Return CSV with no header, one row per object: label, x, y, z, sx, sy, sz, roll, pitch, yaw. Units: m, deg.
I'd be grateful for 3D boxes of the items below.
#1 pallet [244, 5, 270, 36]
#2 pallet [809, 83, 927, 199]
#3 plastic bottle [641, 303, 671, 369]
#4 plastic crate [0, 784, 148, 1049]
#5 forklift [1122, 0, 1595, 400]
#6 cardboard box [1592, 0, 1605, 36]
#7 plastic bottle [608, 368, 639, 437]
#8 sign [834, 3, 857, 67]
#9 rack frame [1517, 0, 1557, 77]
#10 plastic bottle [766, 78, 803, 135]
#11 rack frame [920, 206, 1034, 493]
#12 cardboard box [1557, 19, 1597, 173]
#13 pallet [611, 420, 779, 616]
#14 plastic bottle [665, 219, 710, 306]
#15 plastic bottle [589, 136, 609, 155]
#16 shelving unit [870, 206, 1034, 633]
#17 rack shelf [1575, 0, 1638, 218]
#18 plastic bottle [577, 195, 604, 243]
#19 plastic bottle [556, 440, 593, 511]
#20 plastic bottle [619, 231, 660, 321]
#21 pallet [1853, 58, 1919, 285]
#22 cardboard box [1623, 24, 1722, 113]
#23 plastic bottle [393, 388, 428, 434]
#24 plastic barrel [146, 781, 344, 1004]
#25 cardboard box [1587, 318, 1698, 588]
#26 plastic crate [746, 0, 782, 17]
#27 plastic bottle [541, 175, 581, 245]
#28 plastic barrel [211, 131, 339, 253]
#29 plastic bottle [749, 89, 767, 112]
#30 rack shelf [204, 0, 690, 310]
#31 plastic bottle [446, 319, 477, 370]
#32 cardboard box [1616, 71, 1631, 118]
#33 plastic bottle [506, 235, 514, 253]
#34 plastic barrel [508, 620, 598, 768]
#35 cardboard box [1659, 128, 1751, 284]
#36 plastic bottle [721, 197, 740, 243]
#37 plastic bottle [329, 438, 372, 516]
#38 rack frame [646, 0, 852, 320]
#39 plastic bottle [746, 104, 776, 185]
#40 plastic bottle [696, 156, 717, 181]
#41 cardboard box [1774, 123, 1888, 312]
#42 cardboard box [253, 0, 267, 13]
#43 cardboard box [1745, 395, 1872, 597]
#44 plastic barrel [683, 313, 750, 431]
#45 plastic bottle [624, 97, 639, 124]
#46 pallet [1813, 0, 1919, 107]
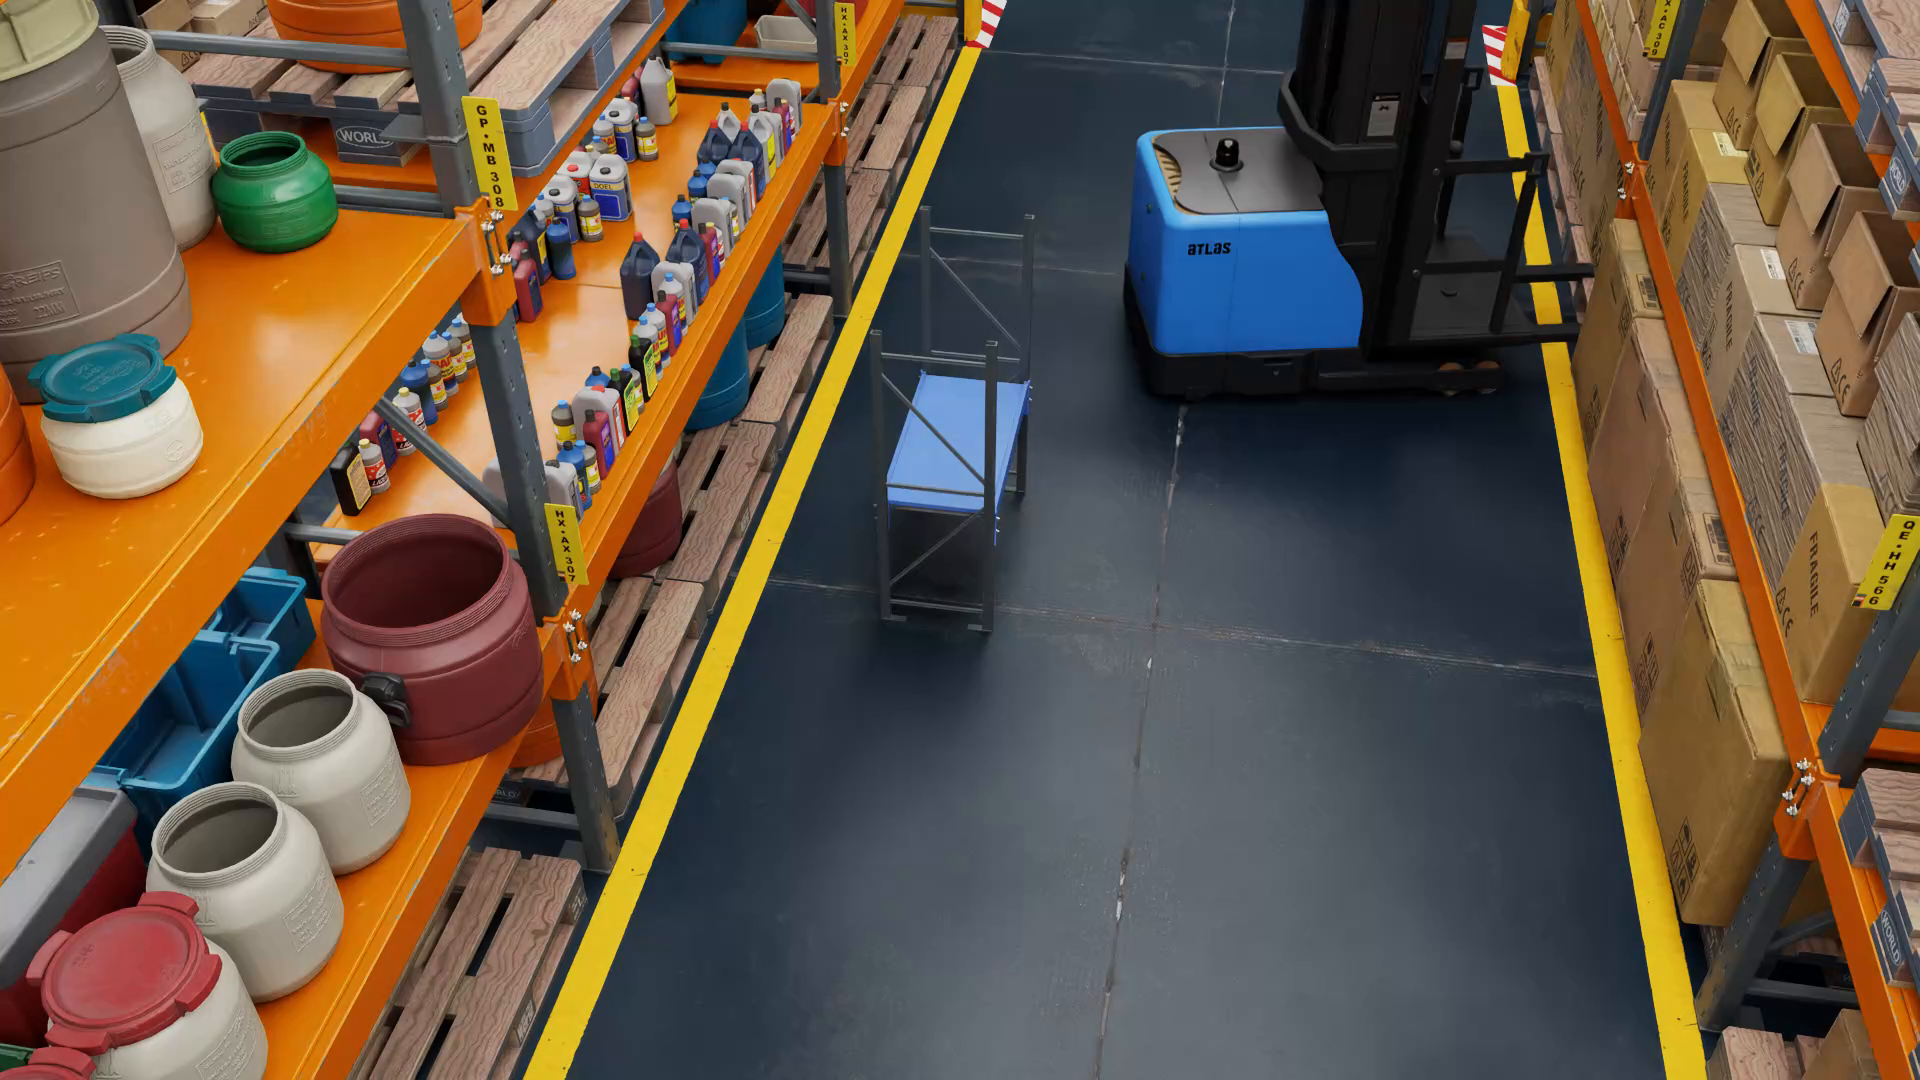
pallet,-5.451,-3.924,12.427,1.003,0.211,1.213,6,40,8
pallet,-0.817,-2.647,10.882,1.003,0.211,1.213,6,40,8
plastic bottle,-1.207,-0.813,6.578,0.097,0.271,0.097,0,40,0
plastic crate,-2.388,0.978,4.259,0.402,0.464,0.583,6,40,8
forklift,2.460,-2.233,8.247,3.031,2.935,1.130,-3,40,-3
cardboard box,3.715,-2.879,9.172,0.380,0.149,0.250,6,40,7
plastic bottle,-1.266,-0.538,6.235,0.061,0.283,0.133,6,40,8
sign,-0.573,-2.533,8.339,0.100,0.325,0.005,6,40,8
rack frame,4.455,-4.452,10.877,1.000,3.000,0.127,6,40,8
plastic bottle,-0.865,-2.157,8.199,0.152,0.276,0.135,6,40,8
rack frame,0.073,-0.844,7.690,0.500,1.500,0.032,6,40,8
cardboard box,4.266,-2.813,10.233,0.875,0.875,0.875,6,40,8
pallet,-1.498,-0.165,7.881,1.003,0.211,1.213,6,40,8
plastic bottle,-1.142,-1.164,6.940,0.144,0.351,0.185,6,40,8
plastic bottle,-1.697,-1.802,7.828,0.097,0.201,0.097,0,40,0
shelving unit,-0.015,-0.524,7.304,0.538,1.500,1.048,6,40,8
rack shelf,4.109,-2.919,9.588,1.077,0.370,4.000,6,40,8
plastic bottle,-1.645,-1.434,7.383,0.097,0.201,0.097,0,40,0
plastic bottle,-1.367,-0.233,5.876,0.097,0.271,0.097,0,40,0
plastic bottle,-1.315,-1.097,6.858,0.144,0.351,0.185,6,40,8
pallet,3.130,-0.924,4.405,1.213,0.211,1.003,8,40,10
cardboard box,3.581,-2.304,8.164,0.500,0.250,0.500,6,40,7
plastic bottle,-2.063,-0.478,6.227,0.097,0.201,0.097,0,40,0
plastic barrel,-1.848,0.913,4.301,0.421,0.512,0.421,0,40,0
cardboard box,3.518,-0.320,7.217,1.225,0.875,0.875,5,40,6
plastic crate,-1.186,-3.137,9.456,0.437,0.125,0.590,6,40,8
plastic bottle,-1.771,-1.465,7.362,0.152,0.276,0.135,6,40,8
plastic barrel,-1.799,-0.913,4.365,0.294,0.245,0.294,0,40,0
plastic bottle,-0.991,-2.130,8.225,0.097,0.201,0.097,0,40,0
rack shelf,-1.461,-2.111,6.257,1.077,0.370,4.000,6,40,8
plastic bottle,-1.978,-0.783,6.596,0.097,0.201,0.097,0,40,0
cardboard box,3.538,-2.234,8.392,0.380,0.149,0.250,7,40,9
plastic bottle,-1.904,-1.150,6.976,0.061,0.283,0.133,6,40,8
plastic barrel,-1.739,0.388,6.397,0.600,0.830,0.708,6,40,8
cardboard box,3.351,-1.403,7.112,0.500,0.500,0.500,6,40,8
plastic bottle,-1.032,-1.422,7.369,0.097,0.201,0.097,0,40,0
plastic bottle,-2.157,-0.233,5.867,0.061,0.283,0.133,6,40,8
rack frame,-1.115,-2.488,8.502,1.000,3.000,0.127,6,40,8
plastic bottle,-0.952,-1.856,7.776,0.144,0.351,0.185,6,40,8
plastic bottle,-1.141,-1.611,7.543,0.097,0.271,0.097,0,40,0
cardboard box,3.439,-1.144,6.010,0.797,0.503,0.637,8,40,9
cardboard box,-5.311,-4.012,12.223,0.380,0.166,0.250,6,40,8
cardboard box,3.004,-0.119,5.558,0.500,0.500,0.500,6,40,7
plastic barrel,-1.348,-1.057,8.088,0.600,0.901,0.708,6,40,8
plastic bottle,-1.624,-2.070,8.152,0.097,0.201,0.097,0,40,0
pallet,3.321,-1.627,5.254,1.003,0.211,1.213,8,40,10
